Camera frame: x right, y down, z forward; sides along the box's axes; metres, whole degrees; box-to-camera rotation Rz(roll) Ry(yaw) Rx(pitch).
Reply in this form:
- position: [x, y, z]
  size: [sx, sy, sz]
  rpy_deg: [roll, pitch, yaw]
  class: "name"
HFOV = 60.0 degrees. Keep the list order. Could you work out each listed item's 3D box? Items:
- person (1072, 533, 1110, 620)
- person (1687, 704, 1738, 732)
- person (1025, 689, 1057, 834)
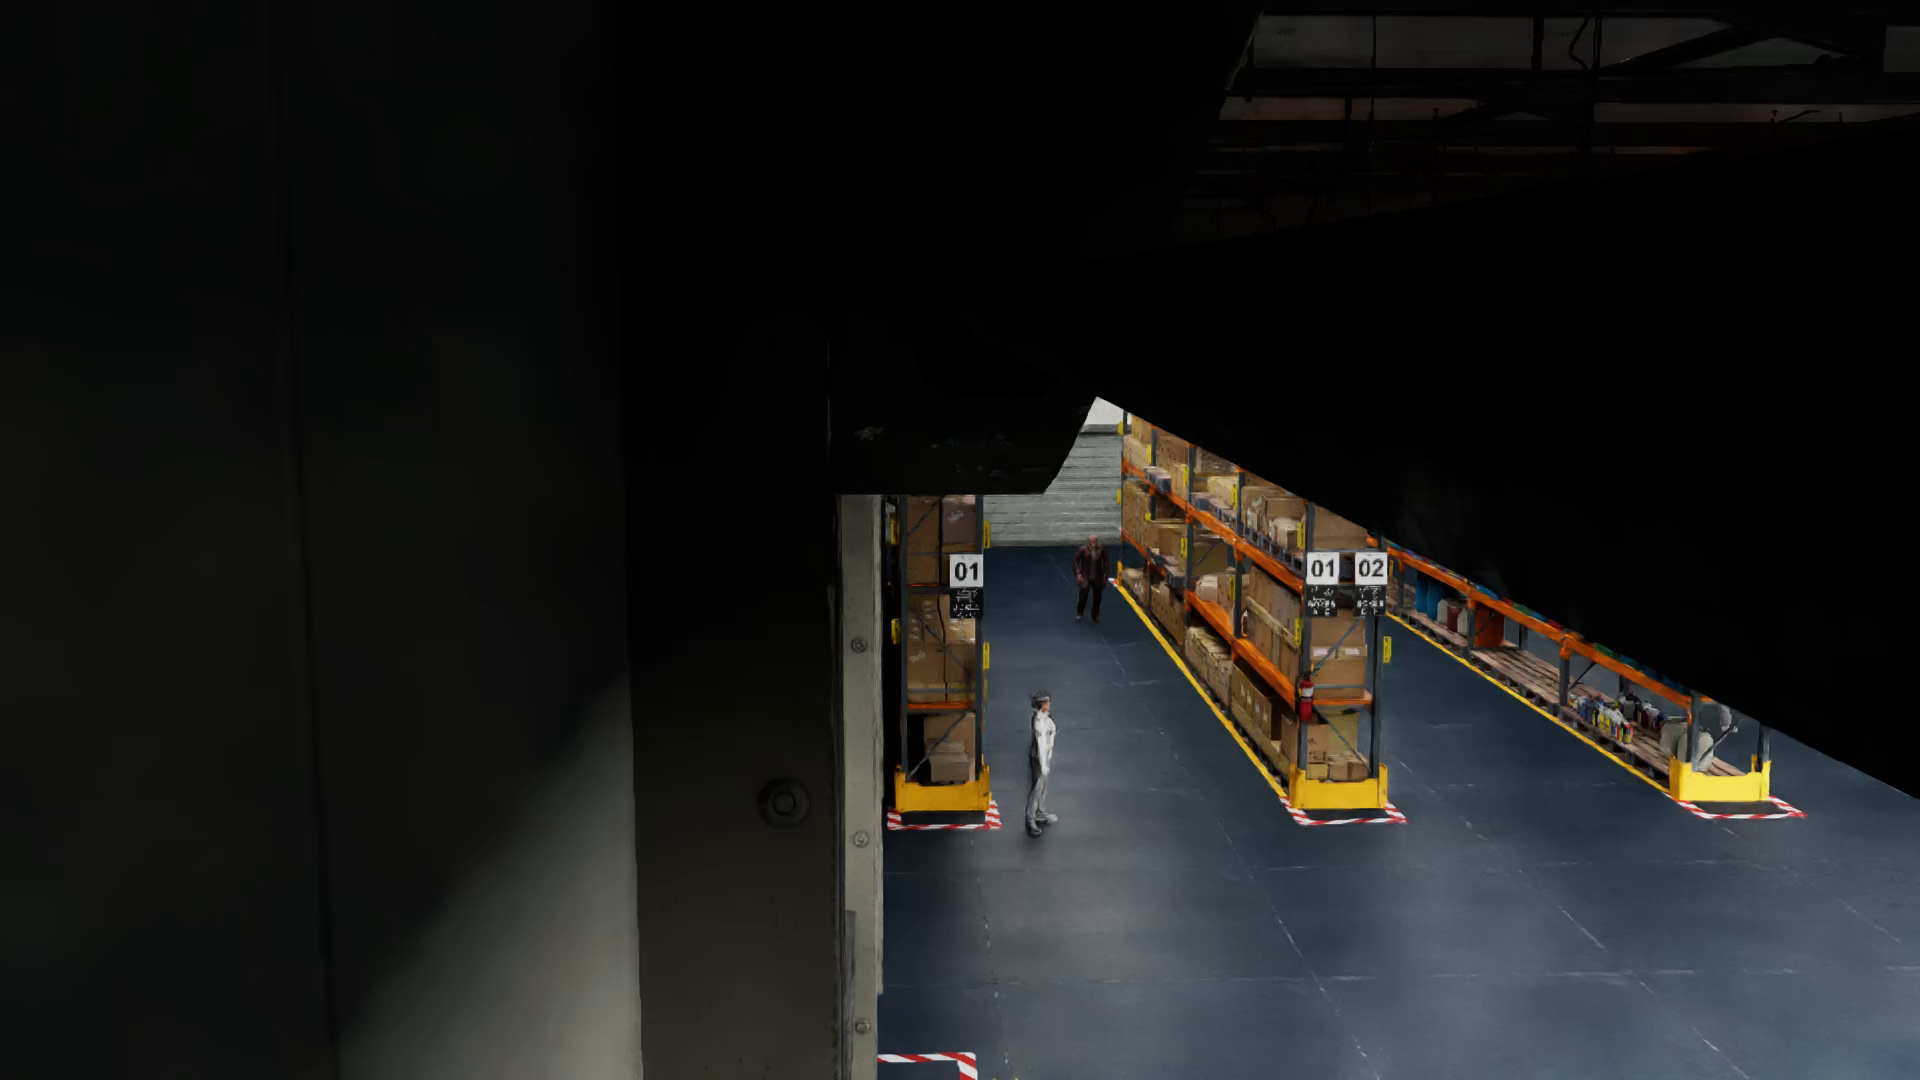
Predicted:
- position: [2.550, 0.710, 32.395]
  size: [0.729, 1.733, 0.544]
  rpy_deg: [-1, 8, -4]
  class: "person"
- position: [10.999, 1.955, 24.336]
  size: [0.446, 1.586, 1.110]
  rpy_deg: [0, 8, 0]
  class: "person"
- position: [0.967, 2.586, 19.749]
  size: [0.370, 1.683, 0.636]
  rpy_deg: [1, 8, 6]
  class: "person"
